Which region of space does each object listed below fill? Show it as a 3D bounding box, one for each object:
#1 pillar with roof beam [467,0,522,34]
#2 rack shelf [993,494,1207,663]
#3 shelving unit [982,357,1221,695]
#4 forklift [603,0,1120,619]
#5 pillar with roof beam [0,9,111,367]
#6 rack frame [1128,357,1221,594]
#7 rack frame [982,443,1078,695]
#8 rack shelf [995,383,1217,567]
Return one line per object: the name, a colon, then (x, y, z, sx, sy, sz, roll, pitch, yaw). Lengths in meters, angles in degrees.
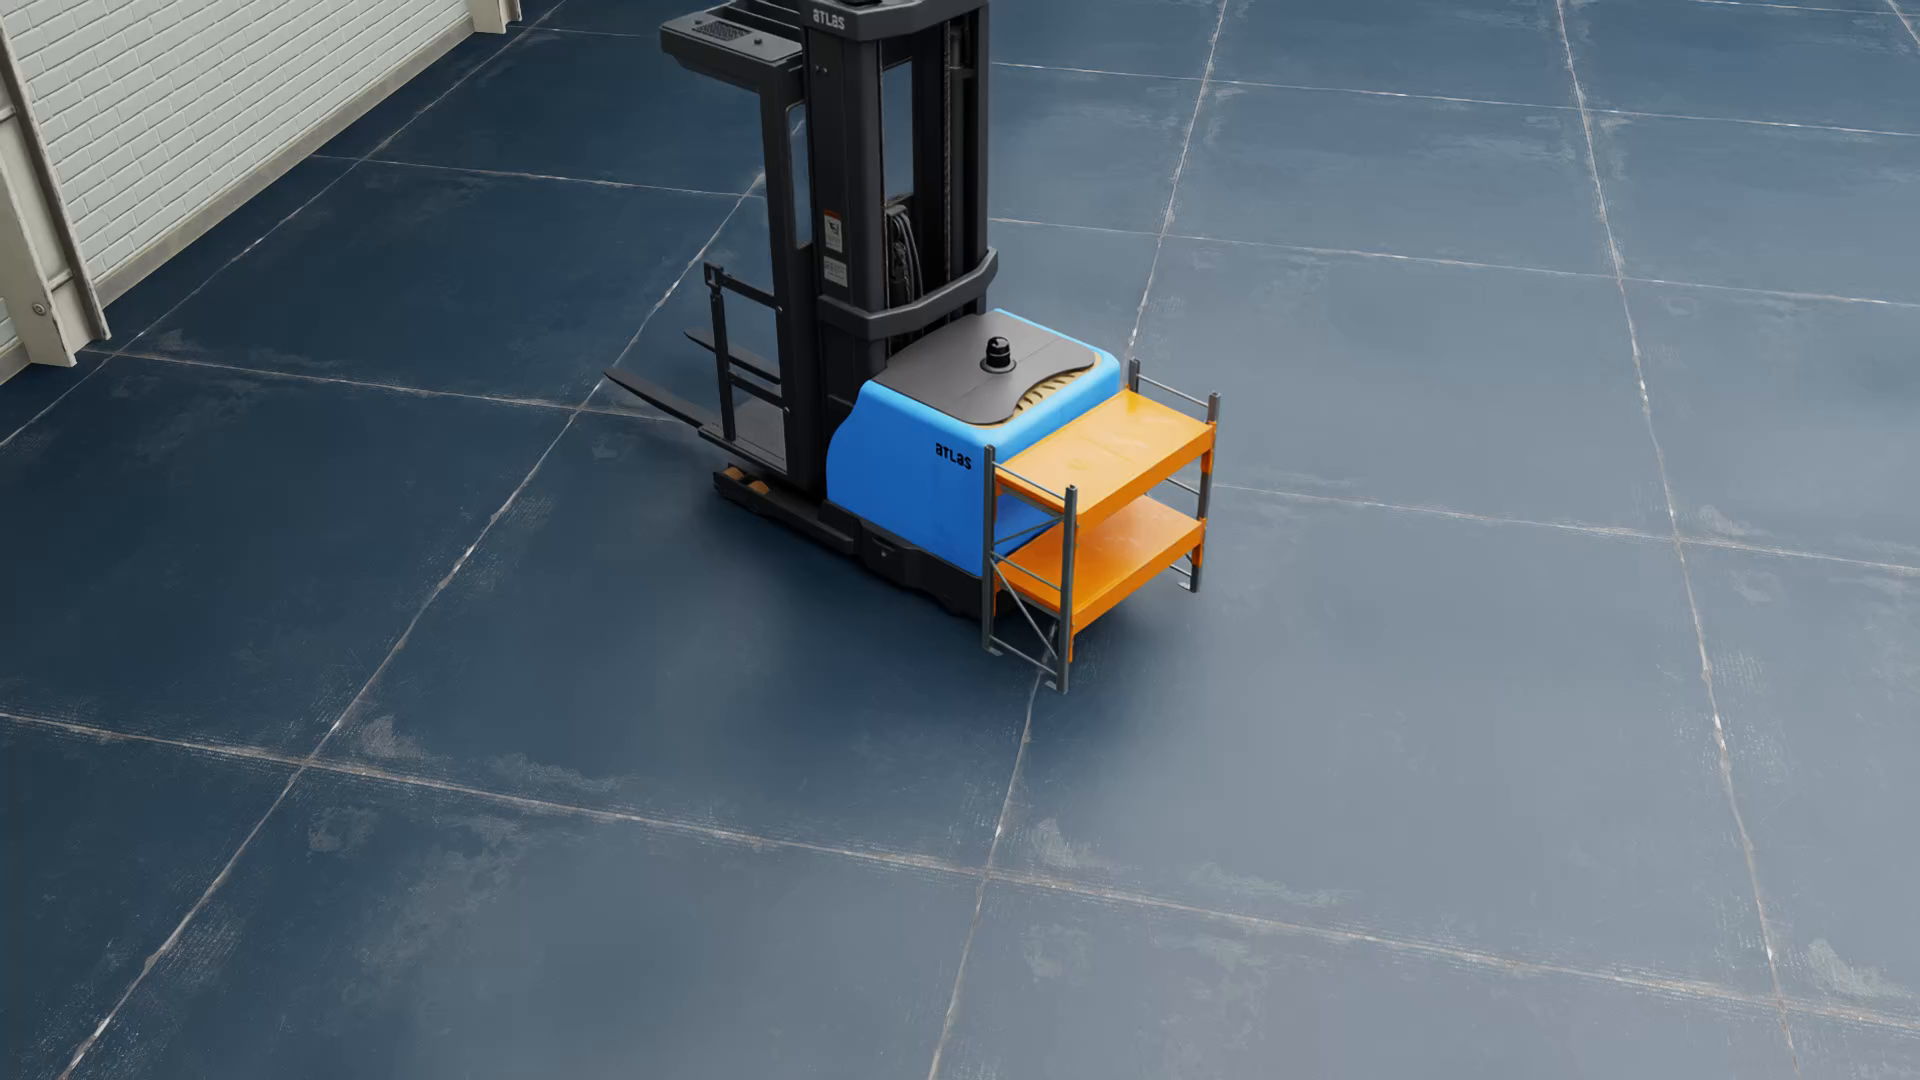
pillar with roof beam: (0.064, -7.710, 11.490, 9.100, 9.000, 0.400, 7, 37, 10)
rack shelf: (0.641, 0.122, 7.810, 0.538, 0.278, 1.000, 28, 45, 33)
shelving unit: (0.641, -0.076, 7.666, 0.538, 1.125, 1.048, 28, 45, 33)
forklift: (-0.669, -1.538, 8.145, 3.031, 2.935, 1.130, 27, 44, 32)
pillar with roof beam: (-1.218, -4.270, 6.744, 9.100, 9.000, 0.400, 7, 37, 10)
rack frame: (0.986, -0.295, 7.969, 0.500, 1.125, 0.032, 28, 45, 33)
rack frame: (0.297, 0.143, 7.364, 0.500, 1.125, 0.032, 28, 45, 33)
rack shelf: (0.641, -0.313, 7.494, 0.538, 0.278, 1.000, 28, 45, 33)
